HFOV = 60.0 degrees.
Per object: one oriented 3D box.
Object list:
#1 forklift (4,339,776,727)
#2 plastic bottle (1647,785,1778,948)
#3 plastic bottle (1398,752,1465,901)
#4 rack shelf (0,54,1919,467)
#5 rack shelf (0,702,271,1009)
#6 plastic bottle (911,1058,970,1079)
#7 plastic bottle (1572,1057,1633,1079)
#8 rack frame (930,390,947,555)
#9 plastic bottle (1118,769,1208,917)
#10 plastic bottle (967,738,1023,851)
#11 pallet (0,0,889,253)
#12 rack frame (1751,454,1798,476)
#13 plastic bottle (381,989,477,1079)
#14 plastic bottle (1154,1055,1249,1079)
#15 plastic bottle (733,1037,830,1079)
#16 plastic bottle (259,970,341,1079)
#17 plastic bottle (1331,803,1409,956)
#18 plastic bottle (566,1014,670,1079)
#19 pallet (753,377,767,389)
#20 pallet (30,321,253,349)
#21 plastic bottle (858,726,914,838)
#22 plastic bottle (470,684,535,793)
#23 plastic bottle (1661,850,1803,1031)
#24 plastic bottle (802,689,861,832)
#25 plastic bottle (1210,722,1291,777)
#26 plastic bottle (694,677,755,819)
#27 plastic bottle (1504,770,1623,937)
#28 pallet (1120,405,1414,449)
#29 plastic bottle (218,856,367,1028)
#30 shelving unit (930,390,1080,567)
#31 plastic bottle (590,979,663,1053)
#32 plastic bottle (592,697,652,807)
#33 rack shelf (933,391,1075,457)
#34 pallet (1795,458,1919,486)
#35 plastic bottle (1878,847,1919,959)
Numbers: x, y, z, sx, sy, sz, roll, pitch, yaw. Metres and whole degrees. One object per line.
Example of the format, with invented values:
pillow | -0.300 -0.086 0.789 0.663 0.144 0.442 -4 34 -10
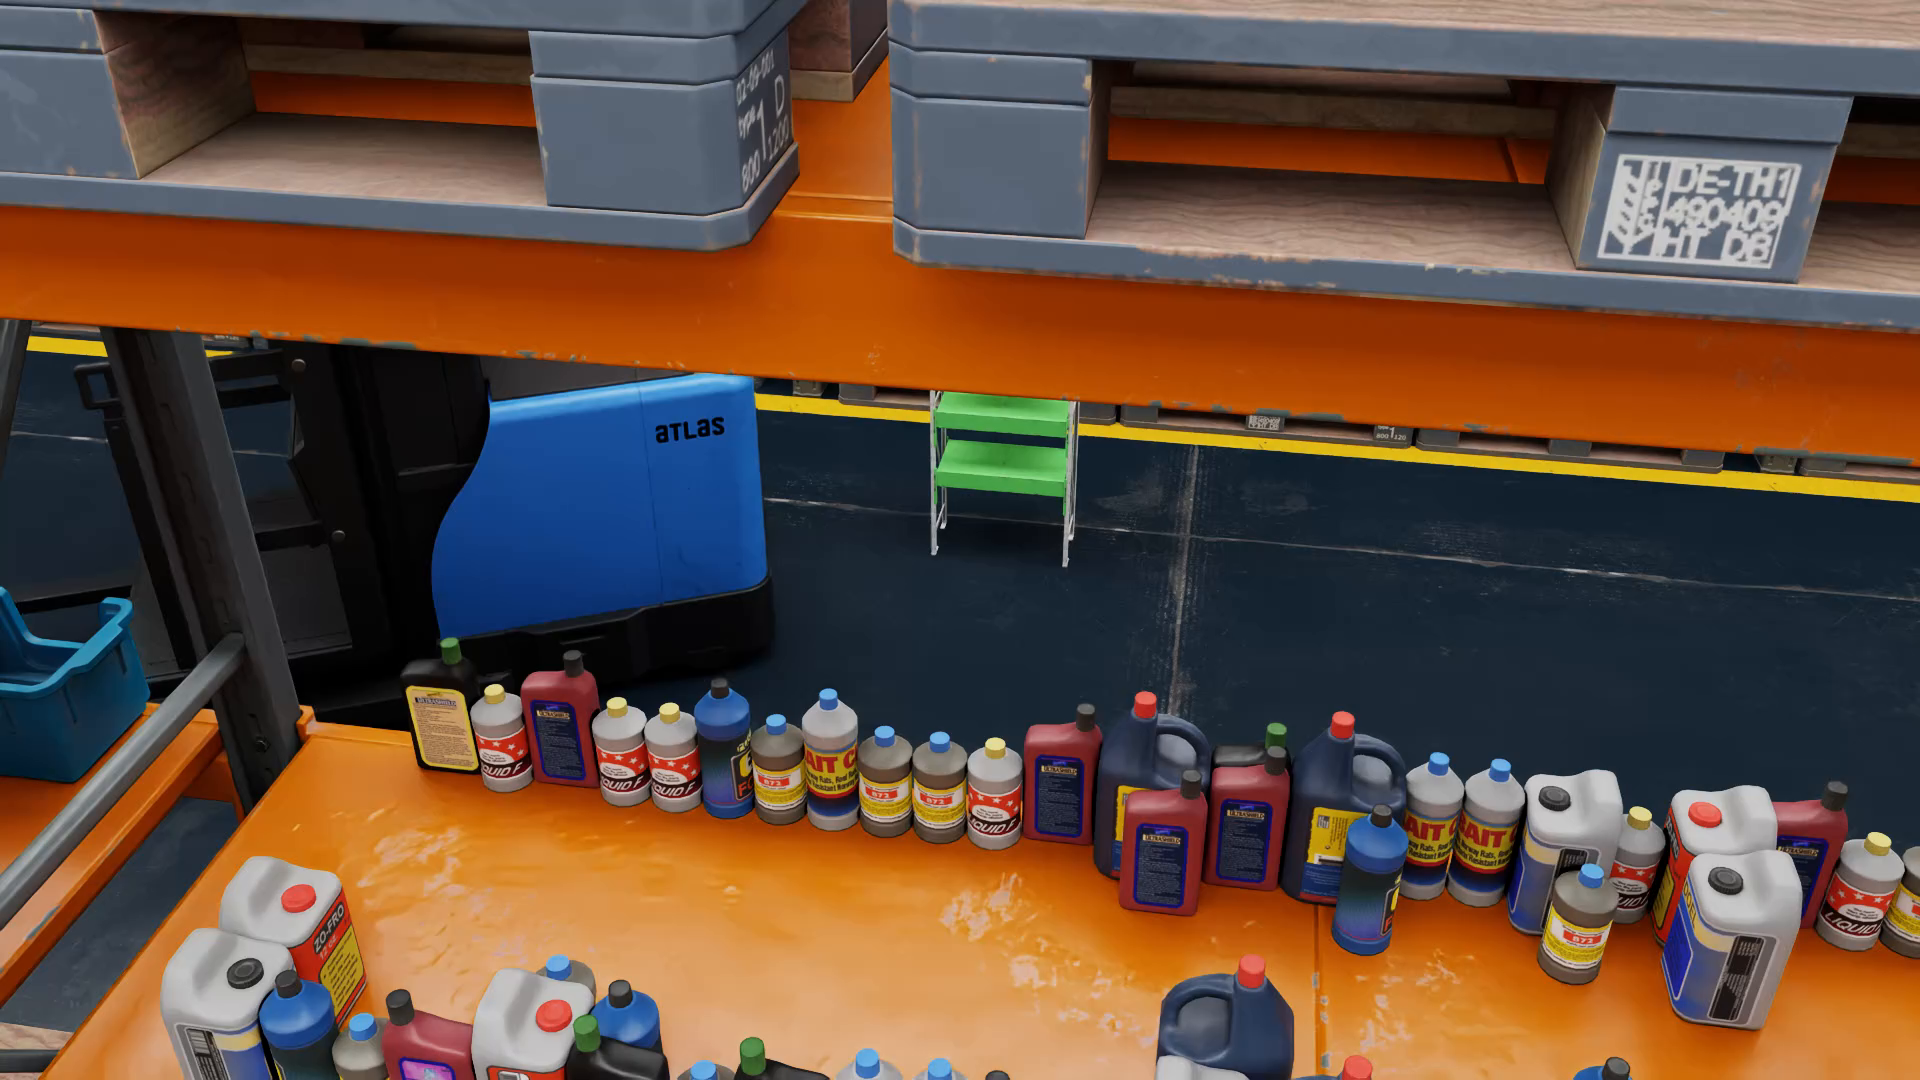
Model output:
forklift | -2.197 -0.853 4.851 3.031 2.935 1.130 -9 33 -15
plastic bottle | 1.219 0.524 2.703 0.135 0.276 0.152 5 32 8
plastic bottle | 0.784 0.472 2.790 0.097 0.271 0.097 0 32 0
rack shelf | 0.552 -0.350 1.834 4.000 0.370 1.077 5 32 8
rack shelf | -3.391 0.564 3.200 4.000 0.370 1.077 5 32 8
plastic bottle | -0.027 0.807 2.255 0.097 0.271 0.097 0 32 0
plastic bottle | 0.865 0.806 2.257 0.097 0.271 0.097 0 32 0
rack frame | -0.077 -0.516 5.943 0.015 1.200 0.240 5 32 8
plastic bottle | 0.336 0.494 2.744 0.133 0.283 0.061 5 32 8
plastic bottle | 0.061 0.436 2.913 0.097 0.201 0.097 0 32 0
pallet | -0.682 -0.634 1.787 1.213 0.211 1.003 5 32 8
rack frame | 3.361 -1.796 6.292 0.127 3.000 1.000 5 32 8
plastic bottle | -0.731 0.748 2.338 0.133 0.283 0.061 5 32 8
plastic bottle | 0.320 0.822 2.227 0.135 0.276 0.152 5 32 8
plastic bottle | -0.239 0.792 2.267 0.133 0.283 0.061 5 32 8
plastic bottle | -0.938 0.724 2.387 0.097 0.271 0.097 0 32 0
plastic bottle | 0.664 0.539 2.684 0.097 0.271 0.097 0 32 0
plastic bottle | -0.467 0.772 2.300 0.133 0.283 0.061 5 32 8
pallet | -1.387 -1.065 7.752 1.213 0.211 1.003 5 32 8
pallet | -3.793 -1.282 8.100 1.213 0.211 1.003 5 32 8
plastic bottle | -0.131 0.419 2.941 0.097 0.201 0.097 0 32 0
plastic bottle | -0.838 0.355 3.043 0.097 0.201 0.097 0 32 0
plastic bottle | 1.193 0.604 2.575 0.135 0.276 0.152 5 32 8
plastic bottle | -0.227 0.380 2.936 0.097 0.271 0.097 0 32 0
plastic bottle | 0.491 0.430 2.845 0.133 0.283 0.061 5 32 8
plastic bottle | -0.419 0.363 2.964 0.097 0.271 0.097 0 32 0
plastic bottle | 0.990 0.503 2.736 0.135 0.276 0.152 5 32 8
pallet | 1.346 -0.774 7.288 1.213 0.211 1.003 5 32 8
plastic bottle | -1.022 0.618 2.552 0.135 0.276 0.152 5 32 8
shelving unit | 0.163 -0.494 5.908 0.503 1.200 0.258 5 32 8
plastic bottle | -0.471 0.734 2.371 0.097 0.271 0.097 0 32 0
plastic bottle | -0.611 0.375 3.011 0.097 0.201 0.097 0 32 0
rack shelf | 0.163 -0.440 5.942 0.480 0.148 0.258 5 32 8
pallet | 4.037 -0.552 6.933 1.213 0.211 1.003 5 32 8
plastic bottle | 1.565 0.572 2.696 0.097 0.201 0.097 0 32 0
